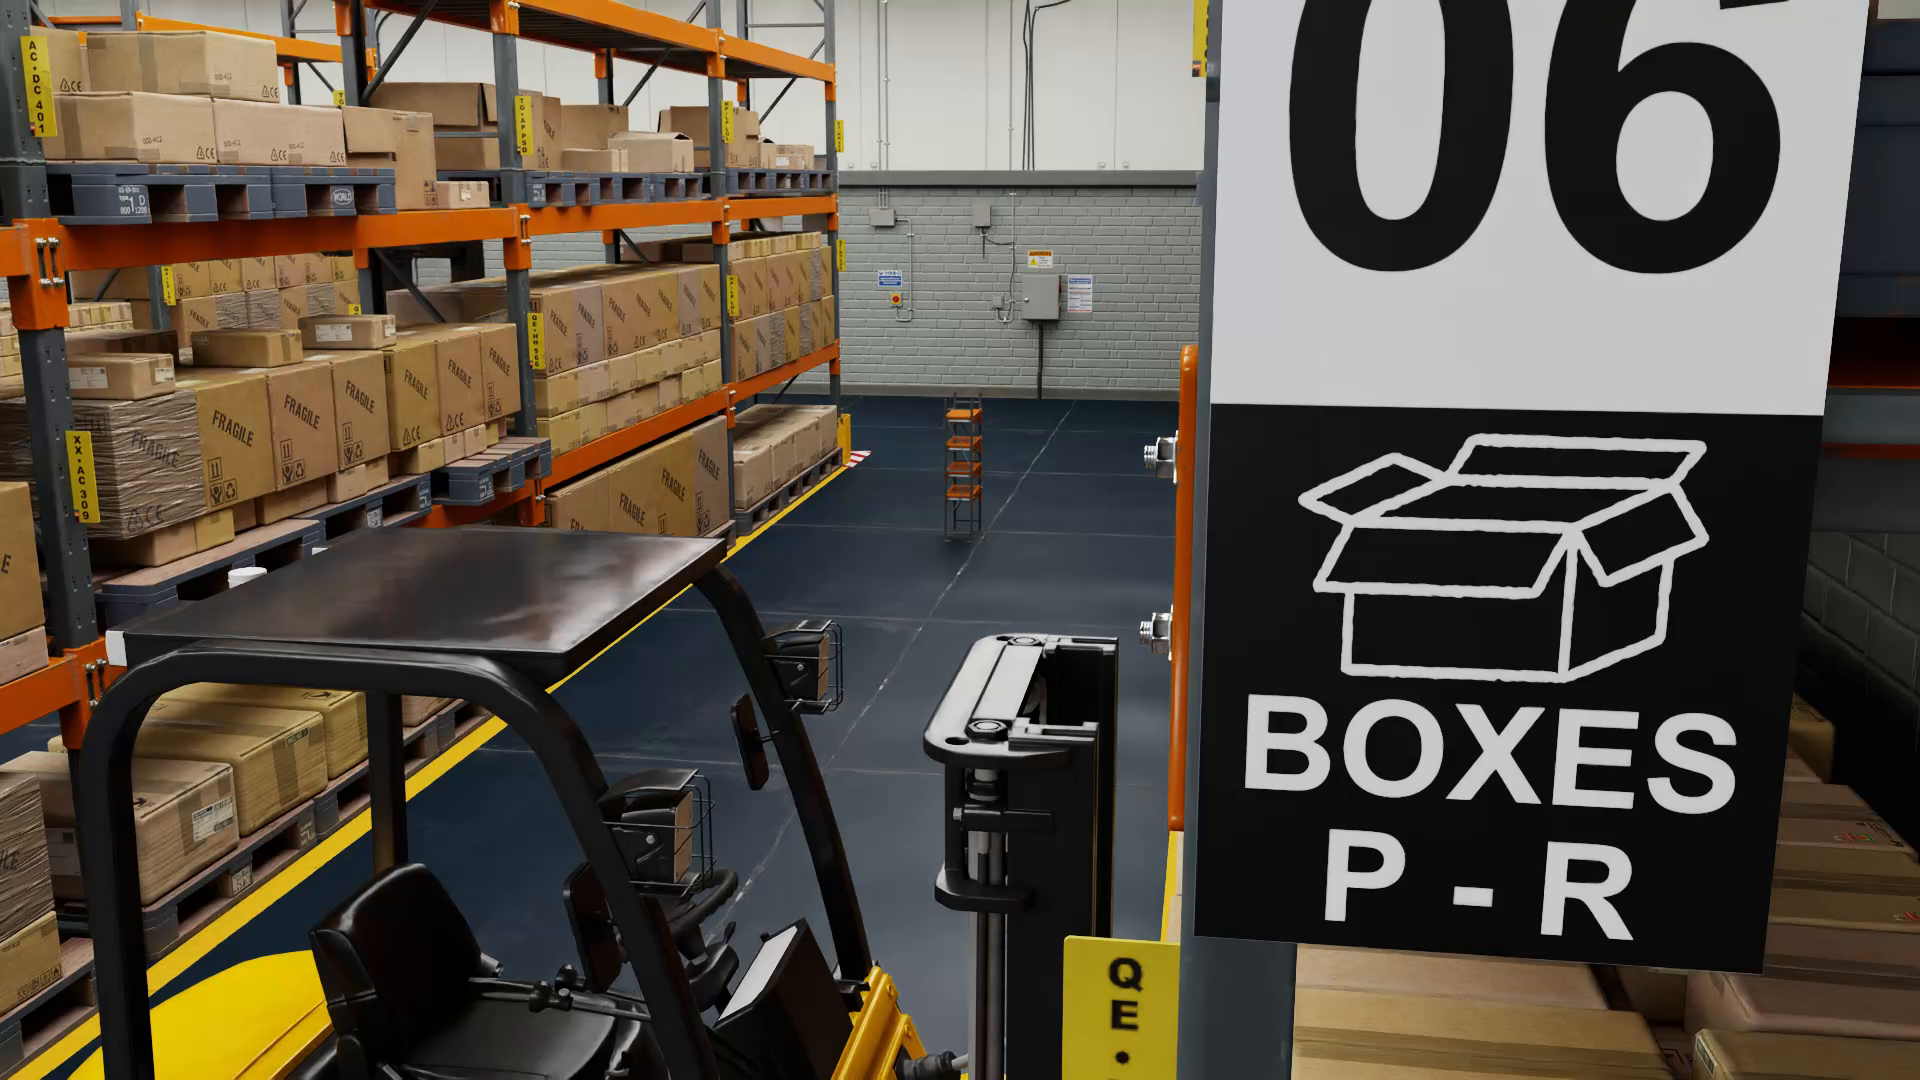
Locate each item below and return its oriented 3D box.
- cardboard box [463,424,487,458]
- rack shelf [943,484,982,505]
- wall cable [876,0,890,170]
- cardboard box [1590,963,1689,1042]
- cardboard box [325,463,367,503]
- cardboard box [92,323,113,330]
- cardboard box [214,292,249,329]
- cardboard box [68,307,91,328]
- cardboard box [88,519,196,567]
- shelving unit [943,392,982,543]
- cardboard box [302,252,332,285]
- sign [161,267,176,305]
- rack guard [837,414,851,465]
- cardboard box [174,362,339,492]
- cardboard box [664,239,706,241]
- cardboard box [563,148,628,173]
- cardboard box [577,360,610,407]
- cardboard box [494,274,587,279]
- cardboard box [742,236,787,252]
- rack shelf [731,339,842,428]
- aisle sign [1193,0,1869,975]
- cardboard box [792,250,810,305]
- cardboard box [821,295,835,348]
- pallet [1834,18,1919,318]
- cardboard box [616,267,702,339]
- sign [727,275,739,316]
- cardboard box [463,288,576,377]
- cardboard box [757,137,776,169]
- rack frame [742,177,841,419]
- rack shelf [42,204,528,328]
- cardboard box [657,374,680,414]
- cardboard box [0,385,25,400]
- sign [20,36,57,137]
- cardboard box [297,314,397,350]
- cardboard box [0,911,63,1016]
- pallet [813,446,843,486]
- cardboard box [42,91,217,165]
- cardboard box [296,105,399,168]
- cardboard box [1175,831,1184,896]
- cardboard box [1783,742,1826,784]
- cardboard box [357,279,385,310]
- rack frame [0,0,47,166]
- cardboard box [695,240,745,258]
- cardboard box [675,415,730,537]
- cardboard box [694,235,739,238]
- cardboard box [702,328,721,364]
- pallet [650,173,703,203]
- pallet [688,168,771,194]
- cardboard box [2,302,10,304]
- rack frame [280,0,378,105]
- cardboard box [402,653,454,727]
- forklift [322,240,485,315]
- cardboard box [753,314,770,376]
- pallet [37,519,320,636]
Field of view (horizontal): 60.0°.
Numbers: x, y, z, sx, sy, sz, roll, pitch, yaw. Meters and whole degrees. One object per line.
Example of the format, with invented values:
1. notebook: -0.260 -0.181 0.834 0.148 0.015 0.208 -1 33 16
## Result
1. cardboard box: -2.791 -0.541 8.984 0.380 0.149 0.250 2 12 8
2. rack shelf: 0.025 -0.361 14.083 0.258 0.148 0.480 2 12 9
3. wall cable: -1.182 -6.438 22.506 0.463 3.000 0.029 2 12 9
4. cardboard box: 0.996 0.645 2.105 0.380 0.149 0.250 2 12 8
5. cardboard box: -2.998 -0.272 7.733 0.380 0.149 0.250 2 12 11
6. cardboard box: -7.205 -1.702 13.666 0.380 0.149 0.250 2 12 9
7. cardboard box: -6.906 -2.011 15.262 0.500 0.500 0.500 2 12 9
8. cardboard box: -7.251 -1.792 13.377 0.380 0.149 0.250 1 12 7
9. cardboard box: -3.226 -0.001 6.479 0.380 0.149 0.250 2 12 9
10. shelving unit: 0.025 -0.621 14.027 0.258 1.200 0.503 2 12 9
11. cardboard box: -6.658 -2.817 16.628 0.500 0.500 0.500 3 12 12
12. sign: -6.751 -2.167 14.182 0.100 0.325 0.005 2 12 9
13. rack guard: -1.774 -1.095 17.888 1.175 0.500 0.348 2 12 9
14. cardboard box: -3.102 -0.509 7.293 0.500 0.500 0.500 2 12 8
15. cardboard box: -2.443 -2.565 14.623 0.380 0.149 0.250 2 12 8
16. cardboard box: -2.536 -2.638 11.553 0.380 0.166 0.250 3 13 13
17. cardboard box: -2.606 -1.023 10.788 0.500 0.250 0.500 2 12 10
18. cardboard box: -2.949 -1.616 11.760 0.500 0.500 0.500 2 12 8
19. cardboard box: -1.836 -2.764 15.549 0.380 0.149 0.250 2 12 10
20. rack shelf: -2.086 -1.544 15.745 1.077 0.370 4.000 2 12 9
21. aisle sign: 0.366 -0.088 1.110 0.394 0.787 0.004 2 12 9
22. cardboard box: -1.748 -2.529 15.997 0.500 0.500 0.500 2 12 8
23. cardboard box: -1.591 -2.252 17.085 0.500 0.500 0.500 2 12 9
24. pallet: 0.801 -0.391 1.776 1.003 0.211 1.213 2 12 9
25. cardboard box: -2.286 -1.808 12.651 0.500 0.500 0.500 2 12 10
26. sign: -1.856 -1.991 13.552 0.100 0.325 0.005 2 12 9
27. cardboard box: -2.691 -1.279 10.197 0.500 0.500 0.500 1 12 7
28. cardboard box: -2.058 -3.679 15.801 0.500 0.311 0.500 2 12 10
29. rack frame: -1.778 -2.312 17.601 1.000 3.000 0.127 2 12 9
30. rack shelf: -3.316 -1.345 7.702 1.077 0.370 4.000 2 12 9
31. cardboard box: -2.389 -1.094 12.306 0.500 0.250 0.500 2 12 7
32. cardboard box: -3.779 -0.317 6.405 0.500 0.500 0.500 2 12 8
33. sign: -3.086 -1.517 5.565 0.100 0.325 0.005 2 12 9
34. cardboard box: -2.981 -1.014 8.097 0.380 0.149 0.250 1 12 6
35. cardboard box: -3.449 1.457 5.644 0.500 0.250 0.500 2 12 11
36. pallet: -1.824 -0.780 17.111 1.003 0.211 1.213 2 12 9
37. cardboard box: -3.138 -1.521 6.170 0.500 0.250 0.500 2 12 7
38. cardboard box: -3.215 -1.845 8.069 0.797 0.503 0.637 2 12 9
39. cardboard box: 0.897 1.087 4.987 0.500 0.250 0.500 2 12 8
40. cardboard box: 1.098 0.389 2.586 0.380 0.149 0.250 2 12 10
41. cardboard box: -6.500 -2.544 17.733 0.500 0.500 0.500 2 12 10
42. rack frame: -3.624 -2.747 5.378 1.000 3.000 0.127 2 12 9
43. cardboard box: -2.067 -2.500 14.322 0.380 0.149 0.250 2 12 8
44. cardboard box: -2.410 -0.514 13.306 0.875 0.875 0.875 2 12 10
45. cardboard box: -2.320 -2.832 15.865 0.380 0.149 0.250 2 12 9
46. cardboard box: -2.221 -1.551 13.238 0.500 0.250 0.500 2 12 9
47. pallet: -2.485 -2.660 12.549 0.805 0.209 1.217 1 12 6
48. pallet: -2.257 -3.072 14.219 1.003 0.211 1.213 2 12 9
49. cardboard box: -7.815 -1.925 13.992 0.380 0.149 0.250 3 12 12
50. rack frame: -6.685 -5.384 17.616 1.000 3.000 0.127 2 12 9
51. cardboard box: -3.211 0.704 8.848 0.950 0.372 0.625 2 12 8
52. forklift: -4.906 -1.661 14.743 1.130 2.935 3.031 3 13 14
53. cardboard box: -1.981 -1.722 14.626 0.500 0.500 0.500 2 12 9
54. pallet: -3.362 0.125 6.747 1.003 0.211 1.213 2 12 9
